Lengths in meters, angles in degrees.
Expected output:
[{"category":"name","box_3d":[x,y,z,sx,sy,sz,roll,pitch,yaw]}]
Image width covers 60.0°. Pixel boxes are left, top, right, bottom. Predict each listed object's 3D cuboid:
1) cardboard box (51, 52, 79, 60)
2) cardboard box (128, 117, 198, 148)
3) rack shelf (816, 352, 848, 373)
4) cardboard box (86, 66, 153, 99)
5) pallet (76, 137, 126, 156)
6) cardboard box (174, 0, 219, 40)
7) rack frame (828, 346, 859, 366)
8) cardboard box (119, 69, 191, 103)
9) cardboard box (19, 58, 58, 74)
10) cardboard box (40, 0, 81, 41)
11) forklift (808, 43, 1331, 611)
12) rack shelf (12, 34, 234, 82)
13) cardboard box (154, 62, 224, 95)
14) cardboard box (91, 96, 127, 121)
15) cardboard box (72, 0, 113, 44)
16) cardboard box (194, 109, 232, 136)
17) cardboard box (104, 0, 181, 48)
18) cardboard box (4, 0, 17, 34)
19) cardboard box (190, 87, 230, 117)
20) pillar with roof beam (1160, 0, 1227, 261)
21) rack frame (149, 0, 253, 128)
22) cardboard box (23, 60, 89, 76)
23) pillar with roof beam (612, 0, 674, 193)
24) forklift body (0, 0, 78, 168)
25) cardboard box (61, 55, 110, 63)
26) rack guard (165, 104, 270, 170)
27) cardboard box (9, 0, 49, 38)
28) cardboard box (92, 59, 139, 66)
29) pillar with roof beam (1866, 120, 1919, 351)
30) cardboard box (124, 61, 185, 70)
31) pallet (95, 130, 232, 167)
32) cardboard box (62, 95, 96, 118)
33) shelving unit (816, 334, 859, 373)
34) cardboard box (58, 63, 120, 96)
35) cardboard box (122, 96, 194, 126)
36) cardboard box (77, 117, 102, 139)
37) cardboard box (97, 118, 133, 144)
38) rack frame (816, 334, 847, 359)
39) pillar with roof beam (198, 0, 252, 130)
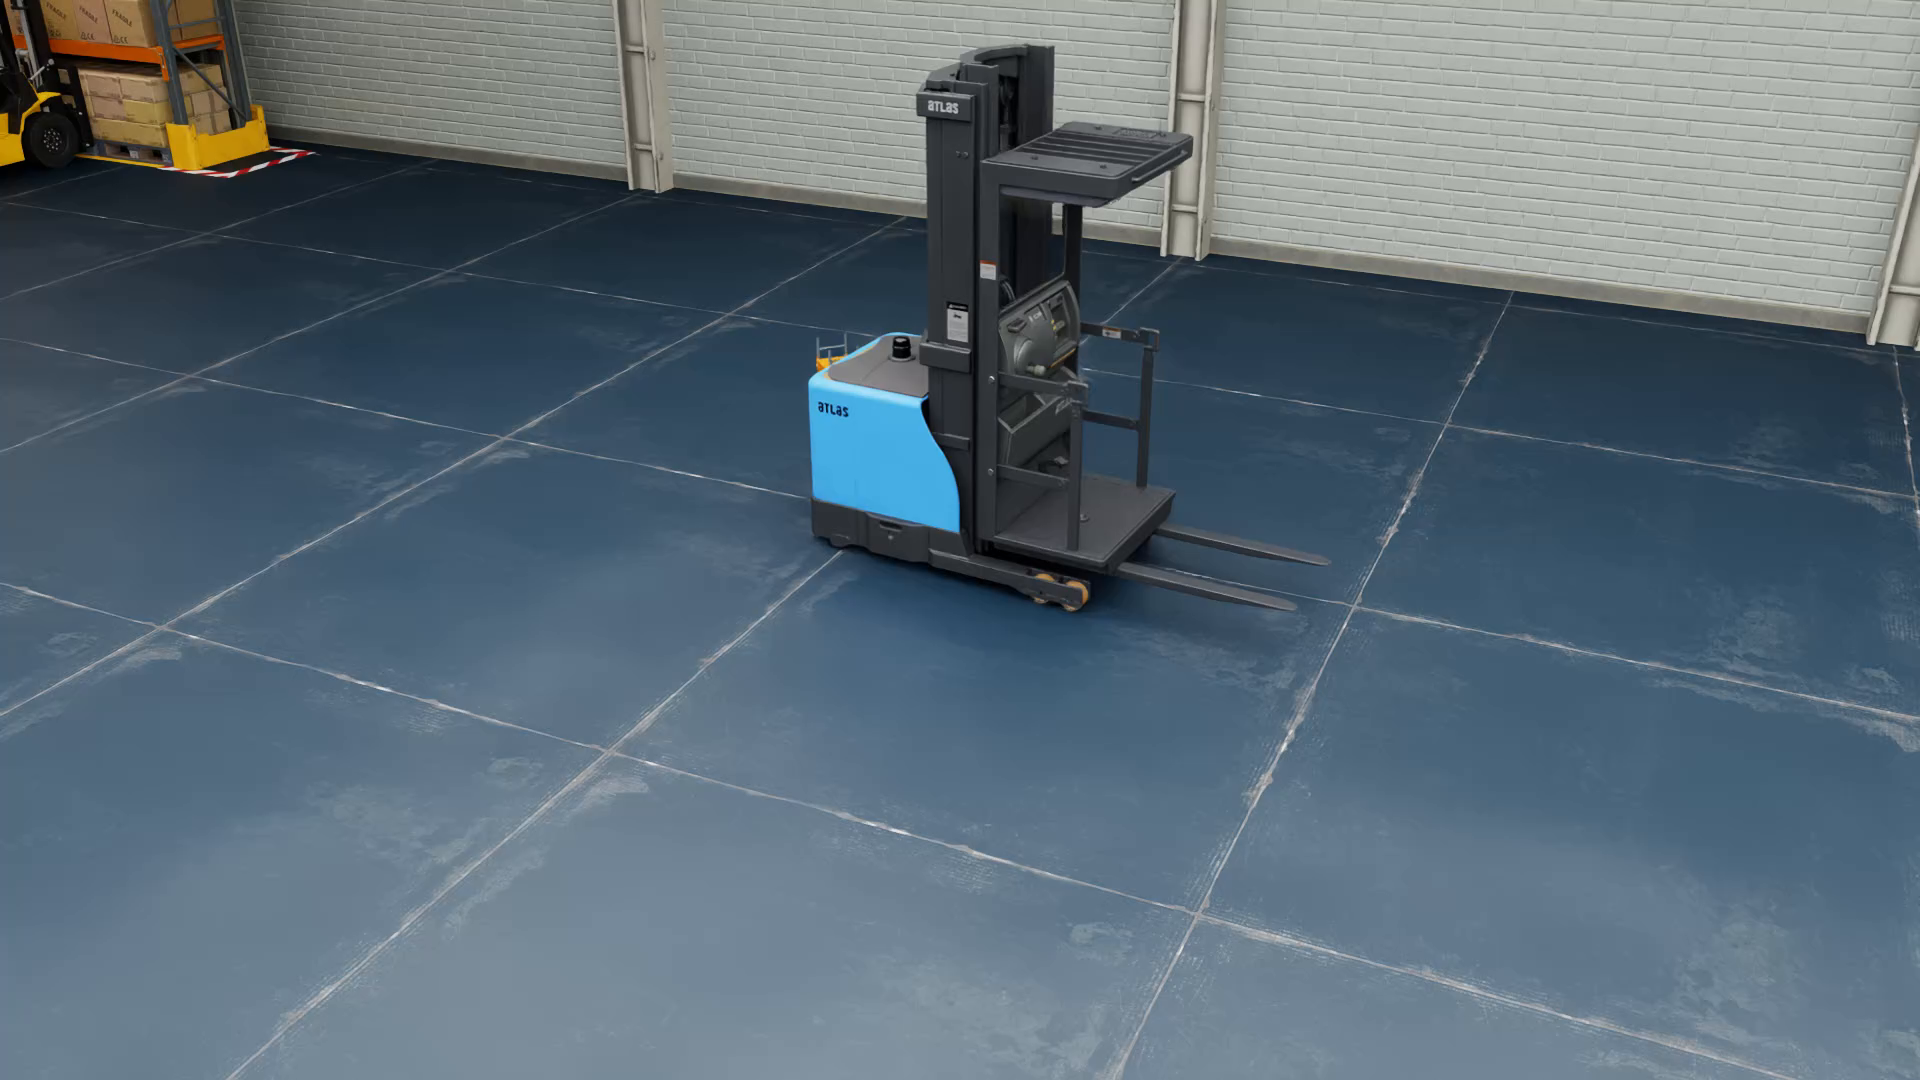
[{"category":"cardboard box","box_3d":[-10.722,-5.698,19.932,0.500,0.250,0.500,12,28,22]},{"category":"cardboard box","box_3d":[-9.090,-4.673,18.984,0.500,0.250,0.500,12,28,22]},{"category":"rack shelf","box_3d":[-0.766,-1.010,10.495,0.215,0.259,0.240,-10,28,-20]},{"category":"cardboard box","box_3d":[-9.547,-5.213,18.947,0.500,0.250,0.500,12,29,23]},{"category":"pallet","box_3d":[-10.352,-4.855,19.873,1.213,0.211,1.003,11,28,22]},{"category":"cardboard box","box_3d":[-8.867,-6.007,18.941,0.500,0.500,0.500,12,29,23]},{"category":"rack frame","box_3d":[-0.720,-0.715,10.514,0.200,1.050,0.008,-10,28,-20]},{"category":"cardboard box","box_3d":[-9.080,-5.122,18.763,0.500,0.250,0.500,12,29,24]},{"category":"cardboard box","box_3d":[-10.943,-5.496,19.522,0.500,0.250,0.500,12,29,24]},{"category":"cardboard box","box_3d":[-10.023,-5.981,18.889,0.500,0.500,0.500,11,28,21]},{"category":"forklift","box_3d":[0.633,-1.182,9.333,3.031,2.935,1.130,13,29,25]},{"category":"rack shelf","box_3d":[-10.352,-5.803,19.454,4.000,0.370,1.077,11,28,22]},{"category":"cardboard box","box_3d":[-8.891,-5.327,19.179,0.500,0.250,0.500,11,28,21]},{"category":"cardboard box","box_3d":[-9.556,-4.998,19.077,0.500,0.250,0.500,11,28,21]},{"category":"cardboard box","box_3d":[-9.557,-5.887,18.699,0.500,0.500,0.500,12,29,23]},{"category":"cardboard box","box_3d":[-8.898,-4.883,19.409,0.500,0.250,0.500,11,28,22]},{"category":"cardboard box","box_3d":[-9.088,-5.789,18.499,0.500,0.500,0.500,11,28,21]},{"category":"cardboard box","box_3d":[-10.934,-6.169,19.271,0.500,0.500,0.500,11,28,21]},{"category":"cardboard box","box_3d":[-8.874,-5.108,19.301,0.500,0.250,0.500,12,29,23]},{"category":"pillar with roof beam","box_3d":[0.349,-5.016,10.250,0.400,9.000,9.100,11,28,22]},{"category":"rack frame","box_3d":[-8.531,-5.760,18.553,0.127,3.000,1.000,11,28,22]},{"category":"cardboard box","box_3d":[-10.469,-5.397,19.321,0.500,0.250,0.500,11,28,21]},{"category":"pillar with roof beam","box_3d":[-5.112,-6.113,12.478,0.400,9.000,9.100,11,28,22]},{"category":"forklift body","box_3d":[-11.013,-4.992,17.954,1.214,2.155,2.313,11,28,22]},{"category":"cardboard box","box_3d":[-10.261,-5.609,19.752,0.500,0.250,0.500,11,28,21]},{"category":"rack guard","box_3d":[-8.510,-4.634,19.096,0.348,0.500,1.175,11,28,22]},{"category":"cardboard box","box_3d":[-10.485,-6.069,19.067,0.500,0.500,0.500,12,28,22]},{"category":"cardboard box","box_3d":[-9.798,-5.513,19.556,0.500,0.250,0.500,11,28,21]},{"category":"pillar with roof beam","box_3d":[5.811,-3.919,8.022,0.400,9.000,9.100,11,28,22]},{"category":"cardboard box","box_3d":[-9.347,-5.417,19.362,0.500,0.250,0.500,11,28,22]},{"category":"pallet","box_3d":[-9.245,-4.632,19.418,1.213,0.211,1.003,11,28,22]},{"category":"cardboard box","box_3d":[-10.035,-5.084,19.252,0.500,0.250,0.500,11,28,21]},{"category":"shelving unit","box_3d":[-0.766,-0.765,10.615,0.215,1.050,0.252,-10,28,-20]},{"category":"cardboard box","box_3d":[-10.010,-5.301,19.127,0.500,0.250,0.500,12,29,22]},{"category":"cardboard box","box_3d":[-9.104,-4.902,18.882,0.500,0.250,0.500,11,28,21]},{"category":"cardboard box","box_3d":[-9.990,-4.863,19.369,0.500,0.250,0.500,12,29,22]},{"category":"cardboard box","box_3d":[-9.539,-4.768,19.176,0.500,0.250,0.500,11,28,22]},{"category":"rack frame","box_3d":[-0.811,-0.815,10.717,0.200,1.050,0.008,-10,28,-20]},{"category":"pillar with roof beam","box_3d":[-10.574,-7.210,14.706,0.400,9.000,9.100,11,28,22]}]
